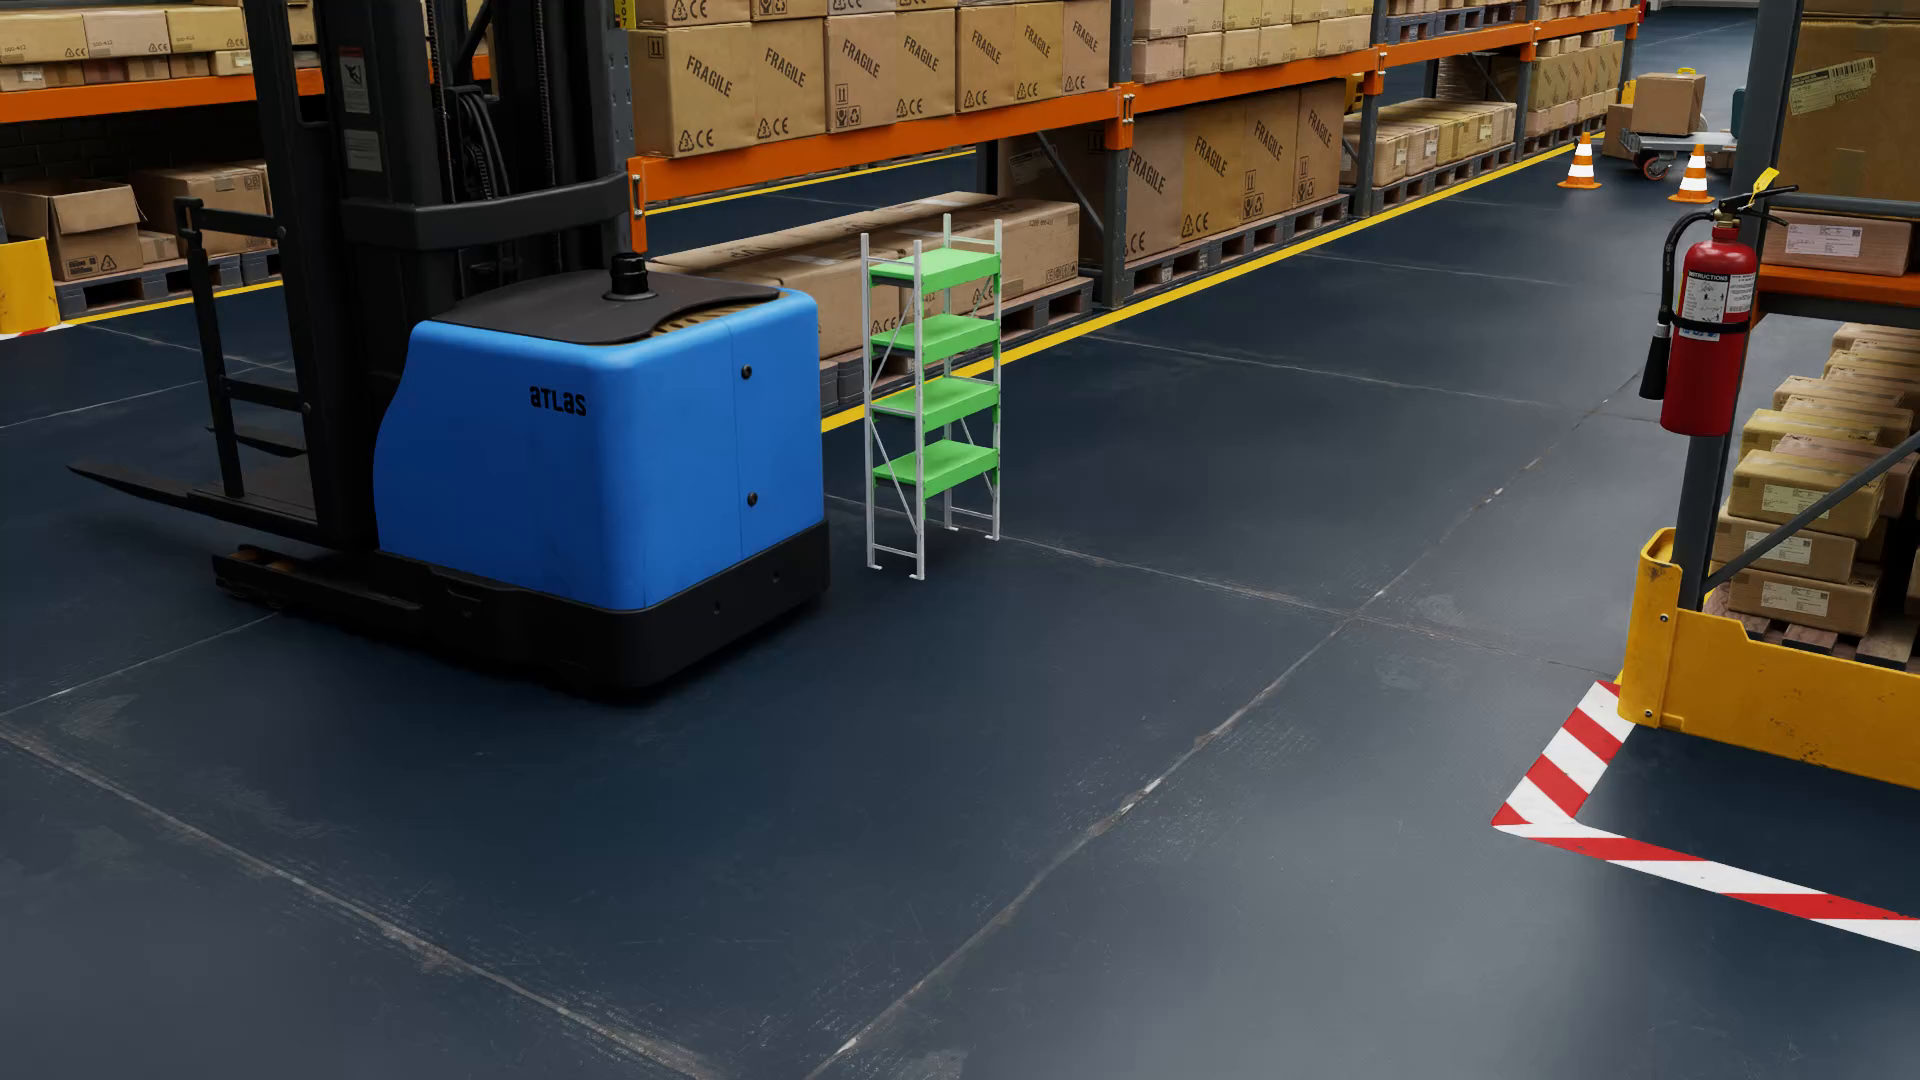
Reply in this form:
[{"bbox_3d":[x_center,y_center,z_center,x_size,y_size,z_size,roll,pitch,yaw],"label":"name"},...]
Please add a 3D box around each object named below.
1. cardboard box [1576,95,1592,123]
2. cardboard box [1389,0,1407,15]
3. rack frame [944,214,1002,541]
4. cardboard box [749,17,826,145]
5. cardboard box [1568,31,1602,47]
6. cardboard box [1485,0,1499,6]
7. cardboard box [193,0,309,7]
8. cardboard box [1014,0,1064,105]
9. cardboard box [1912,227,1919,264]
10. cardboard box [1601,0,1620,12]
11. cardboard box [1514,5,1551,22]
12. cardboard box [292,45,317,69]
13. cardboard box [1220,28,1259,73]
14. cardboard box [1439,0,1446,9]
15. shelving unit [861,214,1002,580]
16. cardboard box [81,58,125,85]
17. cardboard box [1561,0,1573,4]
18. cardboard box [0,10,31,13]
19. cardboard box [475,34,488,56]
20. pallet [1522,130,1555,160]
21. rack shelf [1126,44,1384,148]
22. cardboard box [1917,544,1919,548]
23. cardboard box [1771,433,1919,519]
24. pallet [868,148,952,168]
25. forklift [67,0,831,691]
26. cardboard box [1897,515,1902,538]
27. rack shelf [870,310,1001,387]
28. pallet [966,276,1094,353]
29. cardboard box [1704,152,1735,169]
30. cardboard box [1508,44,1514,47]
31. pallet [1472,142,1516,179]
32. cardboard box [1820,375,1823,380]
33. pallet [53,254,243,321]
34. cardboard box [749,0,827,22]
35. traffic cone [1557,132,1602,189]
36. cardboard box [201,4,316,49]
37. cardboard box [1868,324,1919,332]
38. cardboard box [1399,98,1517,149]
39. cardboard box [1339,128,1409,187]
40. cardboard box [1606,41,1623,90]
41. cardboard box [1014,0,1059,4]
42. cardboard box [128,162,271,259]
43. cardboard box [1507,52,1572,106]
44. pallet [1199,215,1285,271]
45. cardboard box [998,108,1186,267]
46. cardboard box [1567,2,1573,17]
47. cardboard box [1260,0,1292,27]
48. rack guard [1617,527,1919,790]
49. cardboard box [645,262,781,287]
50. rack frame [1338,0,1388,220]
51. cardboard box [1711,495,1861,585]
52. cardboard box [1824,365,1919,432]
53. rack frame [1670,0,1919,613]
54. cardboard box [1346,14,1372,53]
[{"bbox_3d":[6.467,-4.652,17.877,0.500,0.250,0.500,12,24,30],"label":"cardboard box"},{"bbox_3d":[3.312,-4.243,13.169,0.380,0.149,0.250,12,23,29],"label":"cardboard box"},{"bbox_3d":[0.044,-0.585,6.118,0.240,1.200,0.015,13,24,32],"label":"rack frame"},{"bbox_3d":[-0.939,-2.016,7.248,0.500,0.500,0.500,13,24,31],"label":"cardboard box"},{"bbox_3d":[6.607,-5.345,17.734,0.380,0.149,0.250,14,25,34],"label":"cardboard box"},{"bbox_3d":[4.559,-4.831,14.758,0.380,0.149,0.250,14,24,32],"label":"cardboard box"},{"bbox_3d":[-4.494,-3.633,10.469,0.500,0.500,0.500,14,24,33],"label":"cardboard box"},{"bbox_3d":[0.207,-2.600,8.826,0.500,0.500,0.500,13,24,31],"label":"cardboard box"},{"bbox_3d":[2.563,-0.896,4.724,0.380,0.149,0.250,13,24,32],"label":"cardboard box"},{"bbox_3d":[6.921,-5.817,18.031,0.380,0.149,0.250,14,24,33],"label":"cardboard box"},{"bbox_3d":[5.480,-5.090,16.064,0.380,0.149,0.250,13,24,32],"label":"cardboard box"},{"bbox_3d":[-4.419,-3.154,10.830,0.380,0.149,0.250,13,24,32],"label":"cardboard box"},{"bbox_3d":[1.597,-3.182,10.759,0.500,0.250,0.500,13,24,31],"label":"cardboard box"},{"bbox_3d":[3.874,-4.561,14.027,0.380,0.149,0.250,14,25,34],"label":"cardboard box"},{"bbox_3d":[-0.093,-0.515,5.928,0.258,1.200,0.503,13,24,32],"label":"shelving unit"},{"bbox_3d":[-5.180,-2.791,9.849,0.380,0.149,0.250,13,24,31],"label":"cardboard box"},{"bbox_3d":[5.779,-5.587,16.472,0.500,0.500,0.500,13,24,32],"label":"cardboard box"},{"bbox_3d":[-5.776,-2.957,9.723,0.500,0.250,0.500,14,25,33],"label":"cardboard box"},{"bbox_3d":[-3.537,-3.593,12.017,0.380,0.149,0.250,14,24,33],"label":"cardboard box"},{"bbox_3d":[5.386,-4.072,16.969,1.003,0.211,1.213,13,24,32],"label":"pallet"},{"bbox_3d":[1.665,-3.121,11.416,1.077,0.370,4.000,13,24,32],"label":"rack shelf"},{"bbox_3d":[3.215,0.088,5.208,0.380,0.149,0.250,14,24,32],"label":"cardboard box"},{"bbox_3d":[2.720,-0.202,5.133,0.380,0.149,0.250,14,24,33],"label":"cardboard box"},{"bbox_3d":[-0.823,-3.920,16.559,1.003,0.211,1.213,13,24,32],"label":"pallet"},{"bbox_3d":[-1.970,-1.284,5.511,3.031,2.935,1.130,12,23,29],"label":"forklift"},{"bbox_3d":[2.975,-0.078,5.657,0.380,0.149,0.250,14,24,32],"label":"cardboard box"},{"bbox_3d":[-0.093,-0.680,5.867,0.258,0.148,0.480,13,24,32],"label":"rack shelf"},{"bbox_3d":[0.048,-1.374,9.675,1.003,0.211,1.213,13,24,32],"label":"pallet"},{"bbox_3d":[7.271,-3.713,15.920,0.258,0.266,0.396,-2,20,-5],"label":"cardboard box"},{"bbox_3d":[6.012,-5.109,18.031,0.500,0.500,0.500,14,24,33],"label":"cardboard box"},{"bbox_3d":[4.601,-3.649,15.824,1.003,0.211,1.213,13,24,32],"label":"pallet"},{"bbox_3d":[3.525,-0.528,6.443,0.380,0.149,0.250,13,24,31],"label":"cardboard box"},{"bbox_3d":[-5.325,-1.647,10.413,1.003,0.211,1.213,13,24,32],"label":"pallet"},{"bbox_3d":[-0.918,-2.485,7.073,0.500,0.500,0.500,13,24,30],"label":"cardboard box"},{"bbox_3d":[5.499,-3.361,14.686,0.336,0.463,0.334,13,24,32],"label":"traffic cone"},{"bbox_3d":[-4.502,-3.292,10.630,0.500,0.250,0.500,13,24,30],"label":"cardboard box"},{"bbox_3d":[3.893,-0.800,6.750,0.380,0.149,0.250,13,24,30],"label":"cardboard box"},{"bbox_3d":[4.745,-3.994,15.920,0.950,0.372,0.625,14,24,33],"label":"cardboard box"},{"bbox_3d":[3.115,-3.157,13.659,0.950,0.372,0.625,11,23,28],"label":"cardboard box"},{"bbox_3d":[7.052,-5.306,18.563,0.500,0.500,0.500,13,24,32],"label":"cardboard box"},{"bbox_3d":[0.212,-3.067,8.648,0.500,0.500,0.500,13,24,31],"label":"cardboard box"},{"bbox_3d":[-4.880,-2.123,10.679,0.700,0.500,0.500,14,25,34],"label":"cardboard box"},{"bbox_3d":[5.884,-4.712,16.956,0.500,0.500,0.500,14,25,34],"label":"cardboard box"},{"bbox_3d":[1.597,-2.164,11.812,1.003,0.211,1.213,13,24,32],"label":"pallet"},{"bbox_3d":[0.823,-2.279,10.559,0.875,0.875,0.875,14,25,33],"label":"cardboard box"},{"bbox_3d":[5.995,-5.402,16.906,0.380,0.149,0.250,13,24,32],"label":"cardboard box"},{"bbox_3d":[1.879,-3.560,11.062,0.500,0.250,0.500,12,24,30],"label":"cardboard box"},{"bbox_3d":[2.486,0.350,4.598,1.175,0.500,0.348,13,24,32],"label":"rack guard"},{"bbox_3d":[-1.420,-0.941,7.574,0.875,0.438,0.875,12,24,30],"label":"cardboard box"},{"bbox_3d":[2.789,-4.032,12.843,1.000,3.000,0.127,13,24,32],"label":"rack frame"},{"bbox_3d":[2.503,-0.007,5.036,0.380,0.149,0.250,13,24,30],"label":"cardboard box"},{"bbox_3d":[3.303,-0.505,5.952,0.380,0.149,0.250,12,24,30],"label":"cardboard box"},{"bbox_3d":[2.443,-0.801,4.106,1.000,3.000,0.127,13,24,32],"label":"rack frame"},{"bbox_3d":[2.720,-3.766,12.340,0.500,0.250,0.500,12,24,30],"label":"cardboard box"}]
